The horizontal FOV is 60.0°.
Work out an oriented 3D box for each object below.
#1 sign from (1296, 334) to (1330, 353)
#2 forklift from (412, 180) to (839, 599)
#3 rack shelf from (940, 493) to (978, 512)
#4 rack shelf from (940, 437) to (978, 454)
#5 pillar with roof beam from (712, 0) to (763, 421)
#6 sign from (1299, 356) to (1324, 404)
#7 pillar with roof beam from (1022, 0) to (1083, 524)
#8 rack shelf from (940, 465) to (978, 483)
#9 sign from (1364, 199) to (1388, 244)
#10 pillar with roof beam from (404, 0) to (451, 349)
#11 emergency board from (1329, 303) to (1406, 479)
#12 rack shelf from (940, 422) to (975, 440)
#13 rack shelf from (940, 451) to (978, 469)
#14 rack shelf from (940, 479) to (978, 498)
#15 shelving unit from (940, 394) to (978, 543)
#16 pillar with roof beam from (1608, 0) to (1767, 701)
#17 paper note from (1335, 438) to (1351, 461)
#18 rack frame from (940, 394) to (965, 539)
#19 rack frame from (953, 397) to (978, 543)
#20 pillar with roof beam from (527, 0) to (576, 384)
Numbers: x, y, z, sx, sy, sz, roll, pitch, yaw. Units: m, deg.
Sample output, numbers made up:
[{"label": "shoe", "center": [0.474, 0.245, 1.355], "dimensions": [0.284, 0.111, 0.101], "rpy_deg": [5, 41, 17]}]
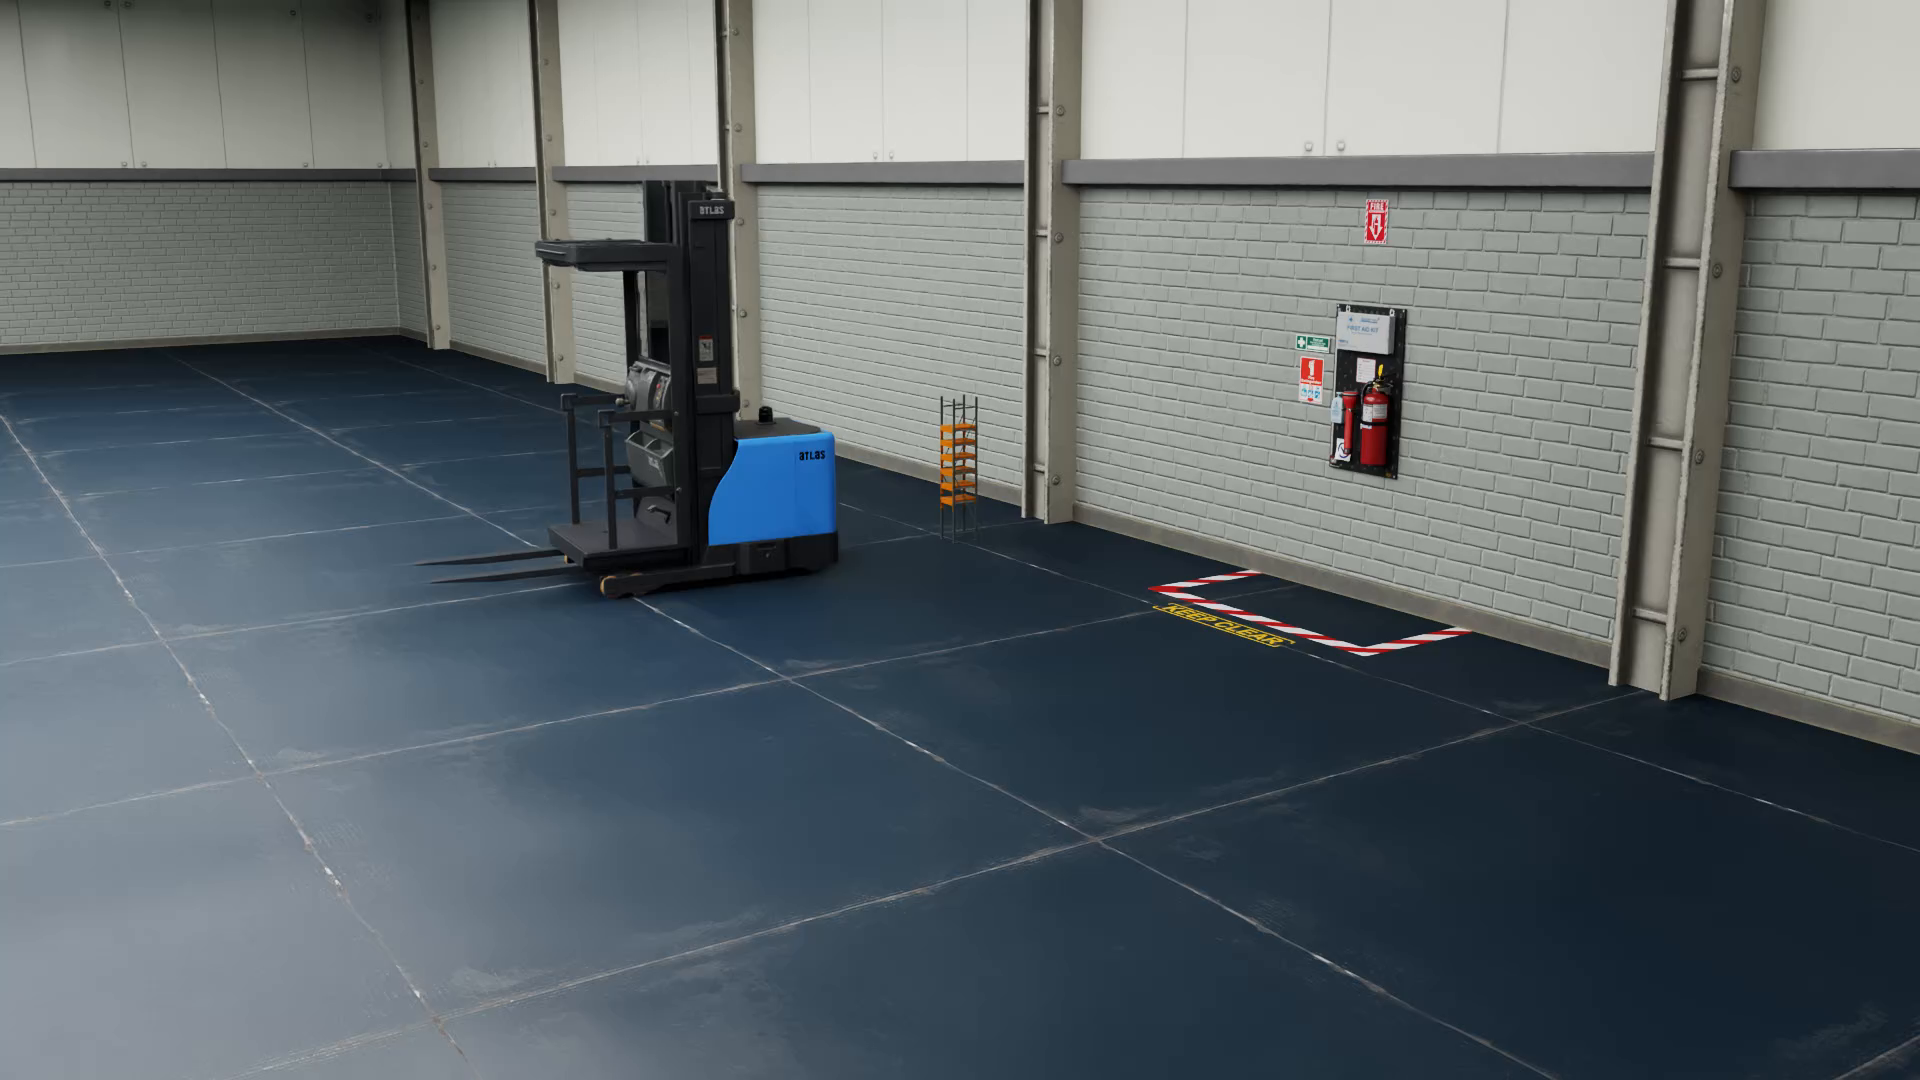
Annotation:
[{"label": "sign", "center": [2.544, -1.418, 12.001], "dimensions": [0.001, 0.109, 0.331], "rpy_deg": [-8, 15, -33]}, {"label": "forklift", "center": [-2.480, -1.137, 12.202], "dimensions": [3.031, 2.935, 1.130], "rpy_deg": [-6, 14, -27]}, {"label": "rack shelf", "center": [-0.008, -0.311, 13.806], "dimensions": [0.258, 0.103, 0.180], "rpy_deg": [-8, 15, -33]}, {"label": "rack shelf", "center": [-0.008, -0.780, 13.704], "dimensions": [0.258, 0.103, 0.180], "rpy_deg": [-8, 15, -33]}, {"label": "pillar with roof beam", "center": [-6.126, -5.144, 16.322], "dimensions": [9.100, 9.000, 0.400], "rpy_deg": [-8, 15, -33]}, {"label": "sign", "center": [2.549, -1.161, 12.066], "dimensions": [0.001, 0.329, 0.234], "rpy_deg": [-8, 15, -33]}, {"label": "pillar with roof beam", "center": [-2.801, -4.077, 11.442], "dimensions": [9.100, 9.000, 0.400], "rpy_deg": [-8, 15, -33]}, {"label": "rack shelf", "center": [-0.008, -0.545, 13.755], "dimensions": [0.258, 0.103, 0.180], "rpy_deg": [-8, 15, -33]}, {"label": "sign", "center": [2.848, -2.179, 11.377], "dimensions": [0.001, 0.298, 0.199], "rpy_deg": [-8, 15, -33]}, {"label": "pillar with roof beam", "center": [-12.774, -7.278, 26.081], "dimensions": [9.100, 9.000, 0.400], "rpy_deg": [-8, 15, -33]}, {"label": "emergency board", "center": [2.769, -1.033, 11.564], "dimensions": [0.194, 1.169, 0.643], "rpy_deg": [-8, 15, -33]}, {"label": "rack shelf", "center": [-0.008, -0.897, 13.678], "dimensions": [0.258, 0.103, 0.180], "rpy_deg": [-8, 15, -33]}, {"label": "rack shelf", "center": [-0.008, -0.663, 13.729], "dimensions": [0.258, 0.103, 0.180], "rpy_deg": [-8, 15, -33]}, {"label": "rack shelf", "center": [-0.008, -0.428, 13.780], "dimensions": [0.258, 0.103, 0.180], "rpy_deg": [-8, 15, -33]}, {"label": "shelving unit", "center": [-0.008, -0.589, 13.745], "dimensions": [0.258, 1.200, 0.189], "rpy_deg": [-8, 15, -33]}, {"label": "pillar with roof beam", "center": [0.523, -3.010, 6.563], "dimensions": [9.100, 9.000, 0.400], "rpy_deg": [-8, 15, -33]}, {"label": "paper note", "center": [2.729, -0.642, 11.839], "dimensions": [0.016, 0.148, 0.142], "rpy_deg": [-8, 15, -33]}, {"label": "rack frame", "center": [-0.059, -0.605, 13.820], "dimensions": [0.240, 1.200, 0.006], "rpy_deg": [-8, 15, -33]}, {"label": "rack frame", "center": [0.043, -0.572, 13.671], "dimensions": [0.240, 1.200, 0.006], "rpy_deg": [-8, 15, -33]}, {"label": "pillar with roof beam", "center": [-9.450, -6.211, 21.201], "dimensions": [9.100, 9.000, 0.400], "rpy_deg": [-8, 15, -33]}]
